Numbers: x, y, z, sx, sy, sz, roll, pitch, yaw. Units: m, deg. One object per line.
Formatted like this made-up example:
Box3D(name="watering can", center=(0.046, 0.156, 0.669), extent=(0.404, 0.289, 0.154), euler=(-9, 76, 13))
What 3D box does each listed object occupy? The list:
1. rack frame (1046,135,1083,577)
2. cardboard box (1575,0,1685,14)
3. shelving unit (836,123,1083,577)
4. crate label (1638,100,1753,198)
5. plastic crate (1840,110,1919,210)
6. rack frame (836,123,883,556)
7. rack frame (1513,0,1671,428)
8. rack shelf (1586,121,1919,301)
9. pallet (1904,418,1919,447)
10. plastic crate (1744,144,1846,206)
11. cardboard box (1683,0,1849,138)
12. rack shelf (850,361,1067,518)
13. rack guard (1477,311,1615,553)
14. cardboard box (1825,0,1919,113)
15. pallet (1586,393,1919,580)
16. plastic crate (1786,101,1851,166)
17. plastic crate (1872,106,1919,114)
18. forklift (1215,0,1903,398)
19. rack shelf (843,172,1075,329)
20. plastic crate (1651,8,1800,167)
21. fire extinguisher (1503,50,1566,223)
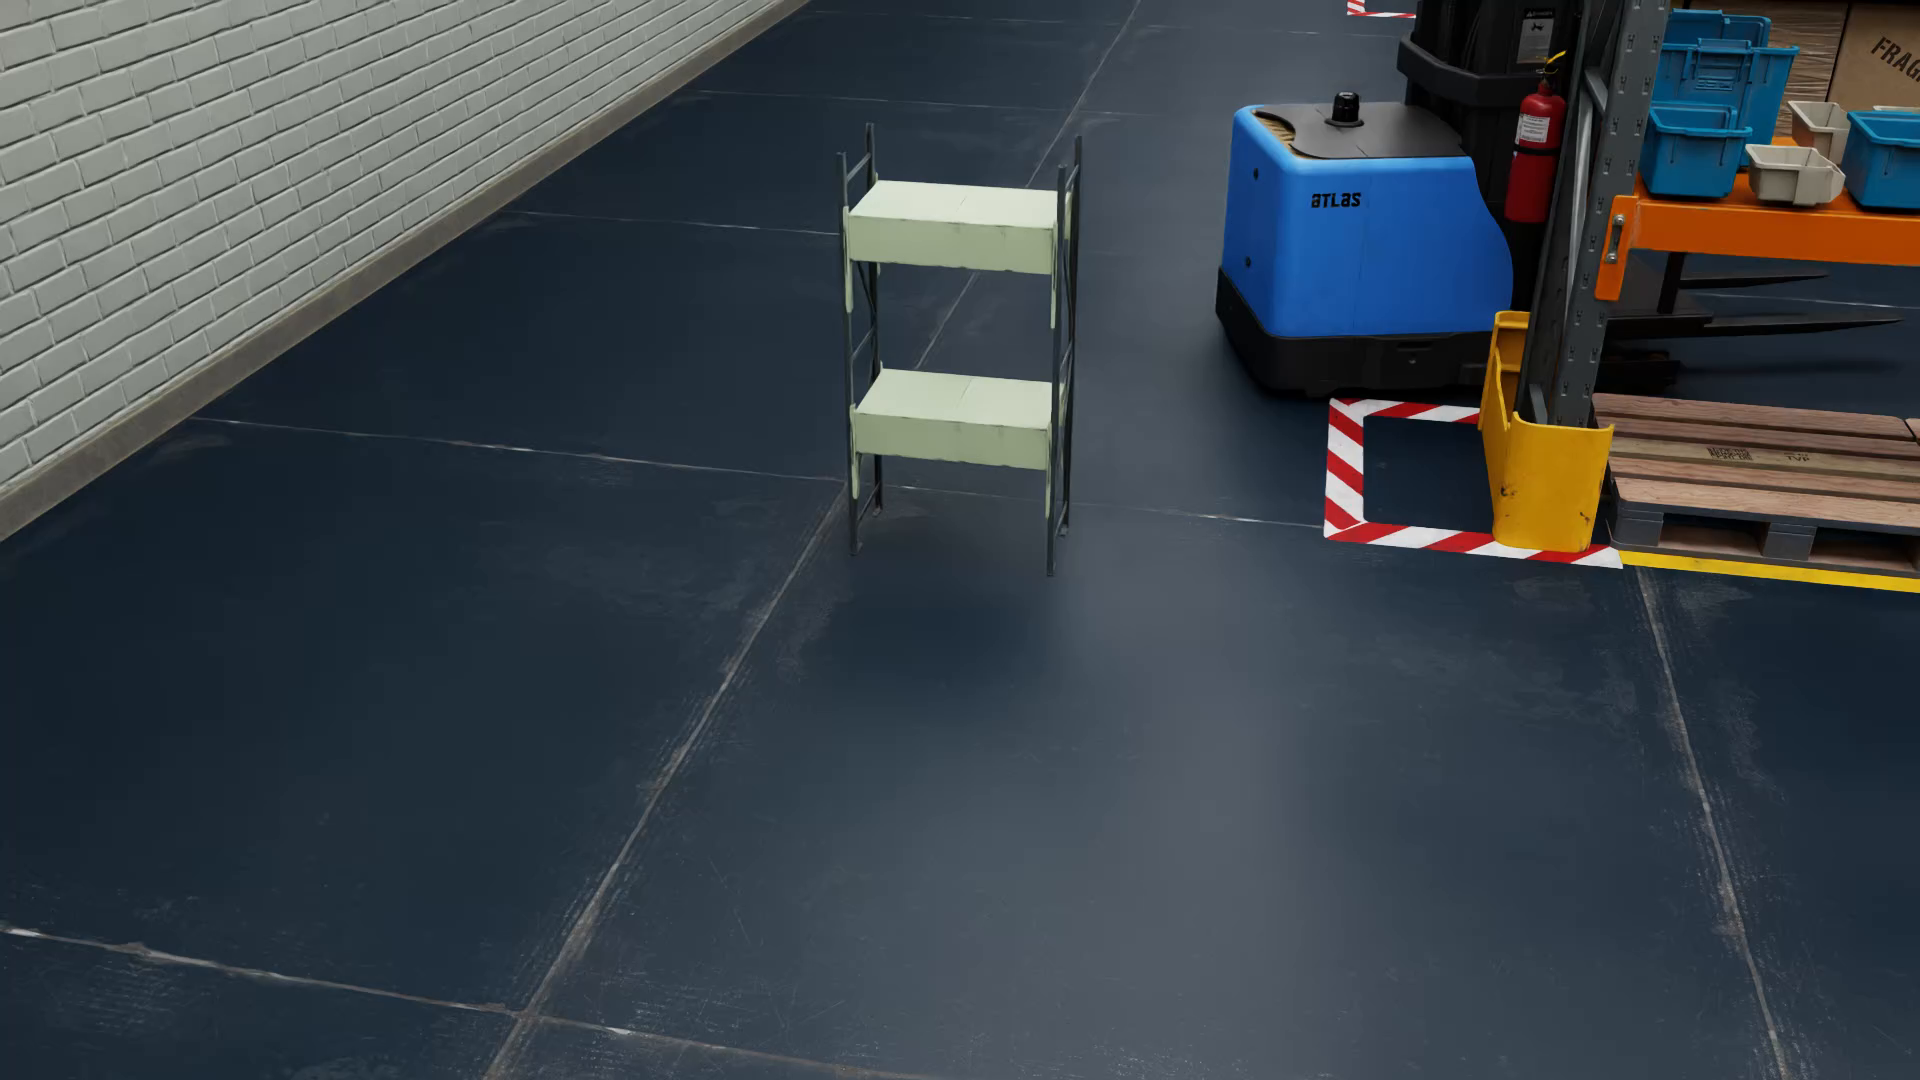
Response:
Box3D(name="rack frame", center=(0.364, -0.620, 5.822), extent=(0.023, 1.500, 0.400), euler=(6, 29, 11))
Box3D(name="cardboard box", center=(3.991, -3.107, 10.577), extent=(0.875, 0.875, 0.875), euler=(6, 29, 11))
Box3D(name="shelving unit", center=(0.007, -0.657, 5.889), extent=(0.755, 1.500, 0.431), euler=(6, 29, 11))
Box3D(name="crate label", center=(2.486, -1.329, 5.666), extent=(0.303, 0.233, 0.416), euler=(6, 29, 11))
Box3D(name="plastic crate", center=(3.130, -1.263, 5.545), extent=(0.300, 0.233, 0.416), euler=(6, 29, 11))
Box3D(name="rack frame", center=(-0.351, -0.694, 5.956), extent=(0.023, 1.500, 0.400), euler=(6, 29, 11))
Box3D(name="rack frame", center=(2.314, -1.556, 5.968), extent=(0.127, 3.000, 1.000), euler=(6, 29, 11))
Box3D(name="rack shelf", center=(4.270, -1.040, 5.774), extent=(4.000, 0.370, 1.077), euler=(6, 29, 11))
Box3D(name="pallet", center=(4.302, -0.108, 6.228), extent=(1.213, 0.211, 1.003), euler=(6, 29, 11))
Box3D(name="plastic crate", center=(2.783, -1.216, 5.559), extent=(0.298, 0.136, 0.250), euler=(6, 29, 11))
Box3D(name="cardboard box", center=(4.881, -3.016, 10.411), extent=(0.875, 0.875, 0.875), euler=(6, 29, 11))
Box3D(name="rack shelf", center=(0.007, -0.371, 6.045), extent=(0.720, 0.370, 0.431), euler=(6, 29, 11))
Box3D(name="rack guard", center=(2.288, -0.455, 6.561), extent=(0.348, 0.500, 1.175), euler=(6, 29, 11))
Box3D(name="cardboard box", center=(5.751, -2.927, 10.248), extent=(0.875, 0.875, 0.875), euler=(6, 29, 11))
Box3D(name="pallet", center=(3.112, -0.232, 6.453), extent=(1.213, 0.211, 1.003), euler=(6, 29, 11))
Box3D(name="plastic crate", center=(3.149, -1.470, 6.023), extent=(0.243, 0.136, 0.396), euler=(6, 29, 11))
Box3D(name="plastic crate", center=(3.429, -1.434, 5.957), extent=(0.243, 0.136, 0.396), euler=(6, 29, 11))
Box3D(name="forklift", center=(2.796, -2.195, 7.207), extent=(3.031, 2.935, 1.130), euler=(-3, 29, -5))
Box3D(name="rack shelf", center=(0.007, -1.000, 5.701), extent=(0.720, 0.370, 0.431), euler=(6, 29, 11))
Box3D(name="plastic crate", center=(2.680, -1.652, 6.044), extent=(0.499, 0.435, 0.616), euler=(6, 29, 11))
Box3D(name="fire extinguisher", center=(2.261, -1.587, 6.493), extent=(0.183, 0.674, 0.296), euler=(6, 29, 11))
